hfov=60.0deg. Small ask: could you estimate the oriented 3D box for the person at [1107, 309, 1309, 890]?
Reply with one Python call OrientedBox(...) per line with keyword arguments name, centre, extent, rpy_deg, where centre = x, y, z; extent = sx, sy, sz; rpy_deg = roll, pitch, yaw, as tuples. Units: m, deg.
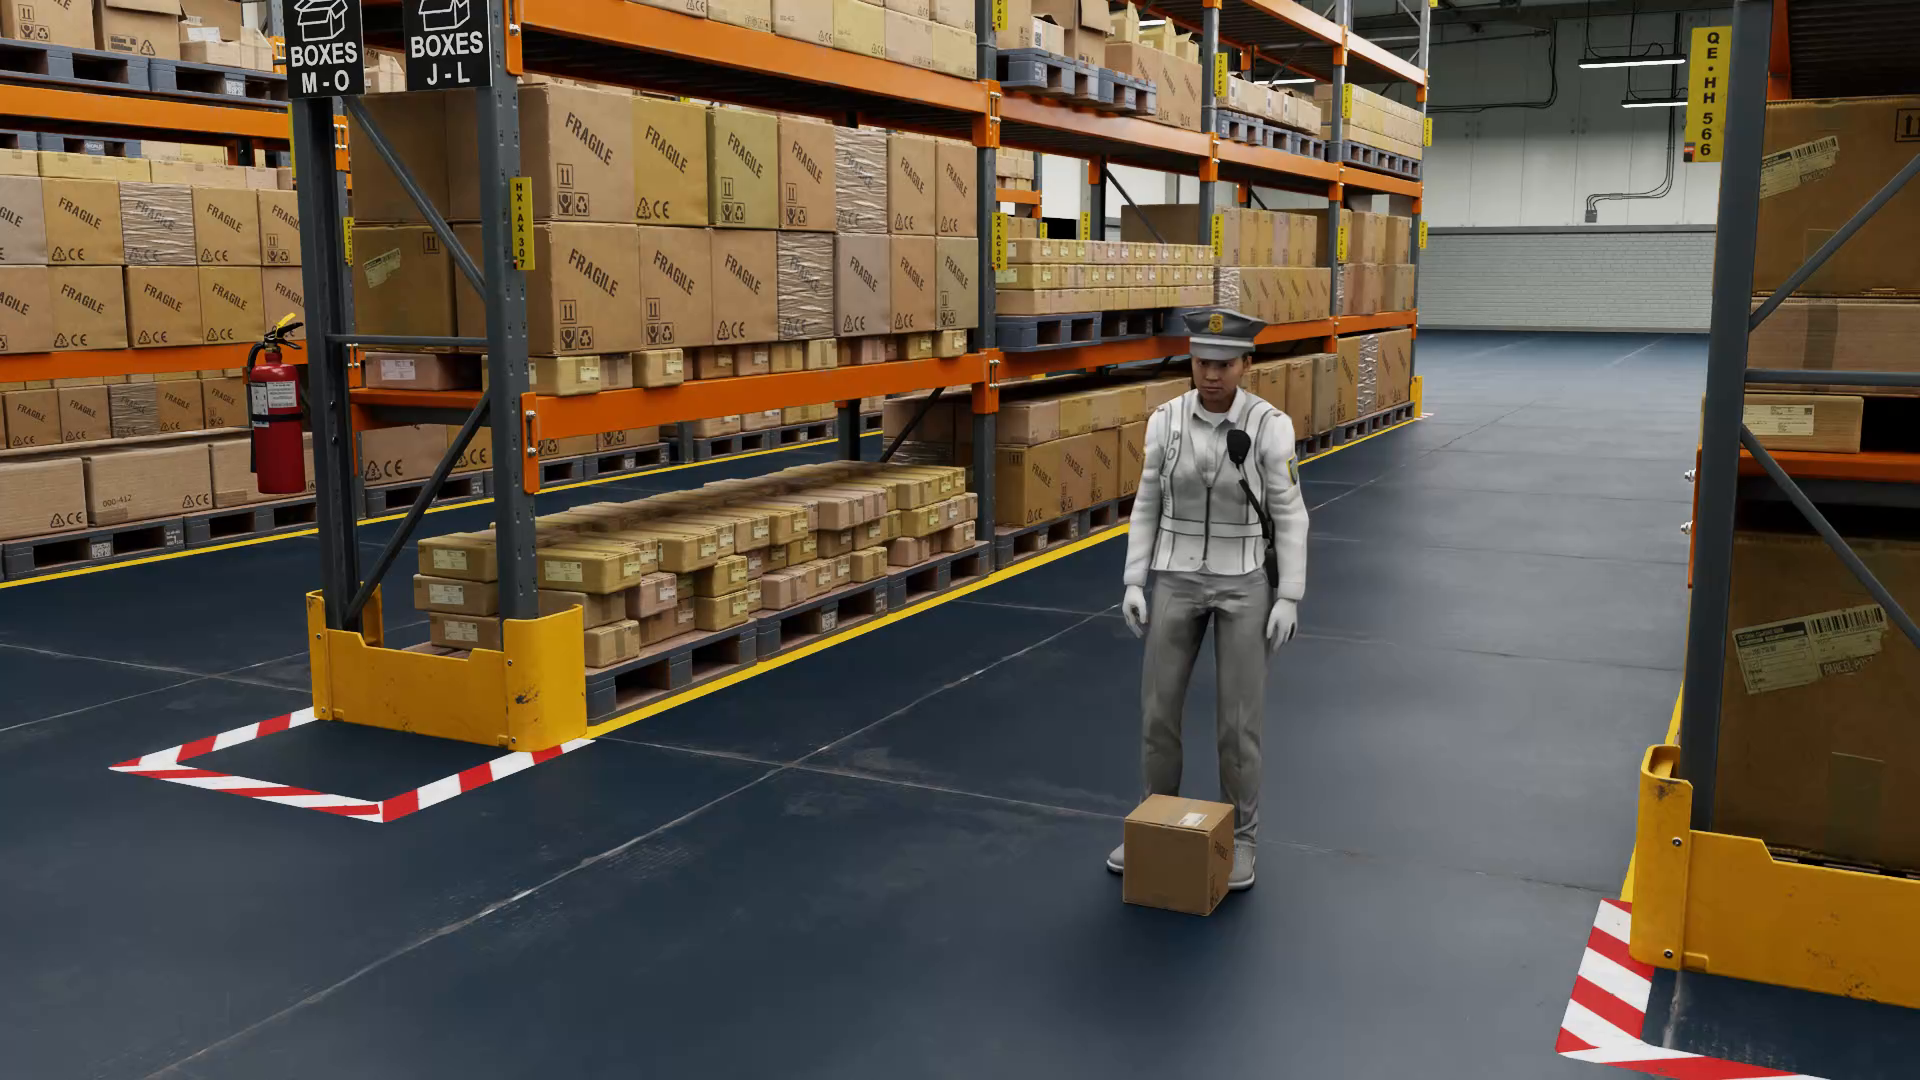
OrientedBox(name="person", centre=(0.732, 0.164, 4.850), extent=(0.543, 1.662, 0.376), rpy_deg=(4, 10, 22))
